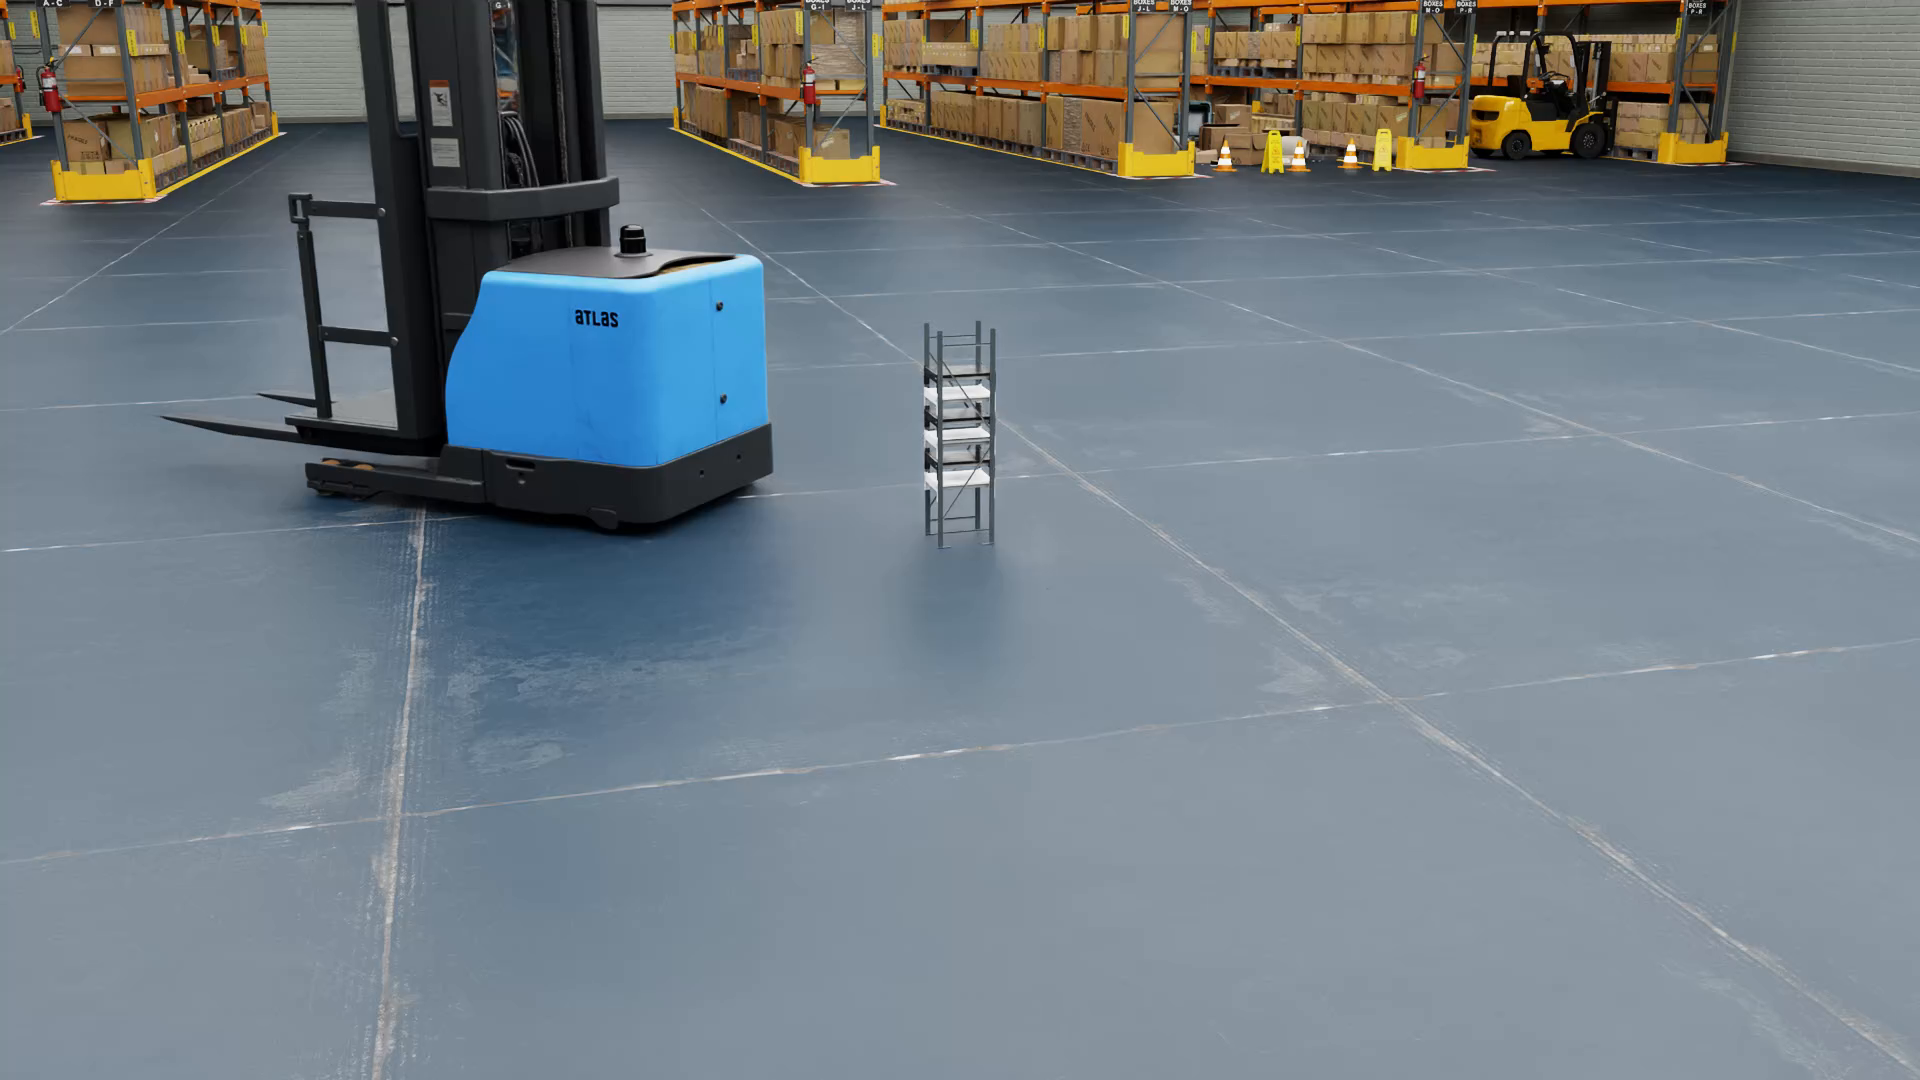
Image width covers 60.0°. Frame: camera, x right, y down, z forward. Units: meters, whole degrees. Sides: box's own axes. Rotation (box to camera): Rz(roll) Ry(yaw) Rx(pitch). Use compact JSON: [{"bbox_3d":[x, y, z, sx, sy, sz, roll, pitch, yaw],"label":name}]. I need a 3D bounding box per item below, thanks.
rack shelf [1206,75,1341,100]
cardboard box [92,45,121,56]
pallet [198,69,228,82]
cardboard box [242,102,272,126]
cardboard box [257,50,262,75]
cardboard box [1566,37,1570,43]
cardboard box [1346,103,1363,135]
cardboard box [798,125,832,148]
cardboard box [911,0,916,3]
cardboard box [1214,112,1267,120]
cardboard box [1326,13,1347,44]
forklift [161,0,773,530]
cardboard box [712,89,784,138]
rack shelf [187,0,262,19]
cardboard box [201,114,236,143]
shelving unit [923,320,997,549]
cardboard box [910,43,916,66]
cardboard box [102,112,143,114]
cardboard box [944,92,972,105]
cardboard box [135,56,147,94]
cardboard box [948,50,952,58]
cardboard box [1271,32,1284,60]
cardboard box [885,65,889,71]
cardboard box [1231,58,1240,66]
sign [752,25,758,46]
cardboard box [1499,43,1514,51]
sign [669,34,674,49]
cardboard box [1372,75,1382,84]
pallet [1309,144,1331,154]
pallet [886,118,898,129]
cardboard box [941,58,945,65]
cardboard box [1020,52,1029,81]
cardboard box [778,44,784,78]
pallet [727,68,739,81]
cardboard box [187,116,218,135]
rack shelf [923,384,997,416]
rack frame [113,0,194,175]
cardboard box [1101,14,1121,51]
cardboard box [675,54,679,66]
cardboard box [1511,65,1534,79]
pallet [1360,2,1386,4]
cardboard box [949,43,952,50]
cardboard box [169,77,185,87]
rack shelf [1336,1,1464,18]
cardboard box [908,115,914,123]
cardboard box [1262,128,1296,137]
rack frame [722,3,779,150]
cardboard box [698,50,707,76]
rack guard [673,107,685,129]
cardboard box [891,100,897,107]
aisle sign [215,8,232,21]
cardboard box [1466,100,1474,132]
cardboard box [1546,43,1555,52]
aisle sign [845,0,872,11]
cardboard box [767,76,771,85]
[{"bbox_3d":[6.115,-8.845,32.434,1.077,0.370,4.000,-5,17,-15],"label":"rack shelf"},{"bbox_3d":[-11.191,-6.448,21.903,0.380,0.149,0.250,-5,17,-16],"label":"cardboard box"},{"bbox_3d":[-13.743,-8.267,29.593,1.213,0.211,1.003,-5,17,-15],"label":"pallet"},{"bbox_3d":[-15.301,-9.272,36.187,0.500,0.500,0.500,-5,17,-15],"label":"cardboard box"},{"bbox_3d":[-15.025,-10.054,35.034,0.500,0.500,0.500,-5,17,-15],"label":"cardboard box"},{"bbox_3d":[11.476,-9.284,30.827,0.380,0.149,0.250,-5,17,-16],"label":"cardboard box"},{"bbox_3d":[7.014,-7.258,28.648,0.500,0.500,0.500,-5,17,-17],"label":"cardboard box"},{"bbox_3d":[-2.271,-6.262,26.198,0.500,0.500,0.500,-3,17,-10],"label":"cardboard box"},{"bbox_3d":[-0.786,-12.048,36.893,0.500,0.250,0.500,-5,17,-15],"label":"cardboard box"},{"bbox_3d":[5.711,-8.528,33.967,0.950,0.372,0.625,-6,18,-19],"label":"cardboard box"},{"bbox_3d":[6.808,-8.882,28.880,0.700,0.500,0.500,-5,17,-16],"label":"cardboard box"},{"bbox_3d":[-2.433,-1.710,7.549,3.031,2.935,1.130,7,18,23],"label":"forklift"},{"bbox_3d":[-4.133,-8.335,32.450,1.225,0.875,0.875,-6,18,-18],"label":"cardboard box"},{"bbox_3d":[-15.138,-10.929,34.157,1.077,0.370,4.000,-5,17,-15],"label":"rack shelf"},{"bbox_3d":[-13.489,-7.483,30.231,0.500,0.500,0.500,-5,18,-17],"label":"cardboard box"},{"bbox_3d":[-0.002,-0.433,6.830,0.258,0.900,0.210,-5,17,-15],"label":"shelving unit"},{"bbox_3d":[-0.812,-10.875,37.252,0.500,0.500,0.500,-5,17,-17],"label":"cardboard box"},{"bbox_3d":[-12.563,-6.161,24.994,0.500,0.500,0.500,-5,17,-15],"label":"cardboard box"},{"bbox_3d":[-0.032,-9.279,34.940,0.500,0.250,0.500,-4,17,-13],"label":"cardboard box"},{"bbox_3d":[-11.686,-6.425,22.953,0.700,0.500,0.500,-5,17,-15],"label":"cardboard box"},{"bbox_3d":[-0.024,-9.932,33.991,0.380,0.149,0.250,-5,17,-16],"label":"cardboard box"},{"bbox_3d":[6.179,-9.274,31.192,0.500,0.500,0.500,-5,17,-15],"label":"cardboard box"},{"bbox_3d":[-1.591,-11.300,39.794,0.380,0.149,0.250,-5,17,-16],"label":"cardboard box"},{"bbox_3d":[5.608,-9.481,33.007,0.380,0.149,0.250,-5,17,-15],"label":"cardboard box"},{"bbox_3d":[-3.397,-8.362,27.564,0.100,0.325,0.005,-5,17,-15],"label":"sign"},{"bbox_3d":[10.824,-9.669,32.626,0.380,0.149,0.250,-5,18,-17],"label":"cardboard box"},{"bbox_3d":[-6.697,-11.582,38.654,0.100,0.325,0.005,-5,17,-15],"label":"sign"},{"bbox_3d":[7.129,-7.699,27.804,0.380,0.149,0.250,-4,17,-14],"label":"cardboard box"},{"bbox_3d":[6.883,-7.118,30.281,1.003,0.211,1.213,-5,17,-15],"label":"pallet"},{"bbox_3d":[-1.155,-9.952,39.717,1.003,0.211,1.213,-5,17,-15],"label":"pallet"},{"bbox_3d":[-0.169,-9.934,34.518,0.380,0.149,0.250,-6,18,-18],"label":"cardboard box"},{"bbox_3d":[1.394,-8.528,29.954,0.500,0.500,0.500,-5,17,-16],"label":"cardboard box"},{"bbox_3d":[-2.364,-7.501,26.017,0.875,0.500,0.500,-5,17,-15],"label":"cardboard box"},{"bbox_3d":[-3.665,-8.679,30.963,1.213,0.211,1.003,-5,17,-15],"label":"pallet"},{"bbox_3d":[-12.959,-7.061,28.320,0.500,0.311,0.500,-5,17,-16],"label":"cardboard box"},{"bbox_3d":[-0.002,-0.574,6.788,0.258,0.077,0.200,-5,17,-15],"label":"rack shelf"},{"bbox_3d":[-12.390,-7.071,25.276,1.000,3.000,0.127,-5,17,-15],"label":"rack frame"},{"bbox_3d":[2.728,-7.950,26.066,0.875,0.550,0.550,-5,17,-15],"label":"cardboard box"},{"bbox_3d":[-6.289,-11.088,38.396,0.500,0.250,0.500,-5,17,-17],"label":"cardboard box"},{"bbox_3d":[11.046,-9.077,32.215,0.500,0.250,0.500,-4,17,-14],"label":"cardboard box"},{"bbox_3d":[9.637,-12.117,37.187,1.213,0.211,1.003,-5,17,-15],"label":"pallet"},{"bbox_3d":[-0.018,-10.071,33.938,0.380,0.149,0.250,-5,17,-15],"label":"cardboard box"},{"bbox_3d":[-12.437,-7.211,26.182,0.380,0.149,0.250,-5,17,-15],"label":"cardboard box"},{"bbox_3d":[9.787,-11.781,36.995,1.077,0.370,4.000,-5,17,-15],"label":"rack shelf"},{"bbox_3d":[-0.986,-9.633,38.034,0.380,0.149,0.250,-5,17,-15],"label":"cardboard box"},{"bbox_3d":[5.651,-7.036,29.503,0.500,0.500,0.500,7,18,23],"label":"cardboard box"},{"bbox_3d":[-3.963,-8.959,31.564,1.000,3.000,0.127,-5,17,-15],"label":"rack frame"},{"bbox_3d":[-5.176,-9.966,34.743,0.500,0.500,0.500,-5,17,-15],"label":"cardboard box"},{"bbox_3d":[-6.168,-9.981,39.312,1.175,0.500,0.348,-5,17,-15],"label":"rack guard"},{"bbox_3d":[-1.410,-10.338,39.347,0.380,0.149,0.250,-5,17,-15],"label":"cardboard box"},{"bbox_3d":[-15.989,-11.630,35.938,0.394,0.787,0.004,-5,17,-15],"label":"aisle sign"},{"bbox_3d":[10.867,-8.660,33.965,0.875,0.625,0.625,-5,18,-18],"label":"cardboard box"},{"bbox_3d":[11.271,-9.279,31.328,0.380,0.149,0.250,-5,17,-16],"label":"cardboard box"},{"bbox_3d":[-1.459,-7.998,23.845,0.394,0.787,0.004,-5,17,-15],"label":"aisle sign"},{"bbox_3d":[-2.942,-7.512,27.183,0.380,0.149,0.250,-5,17,-15],"label":"cardboard box"}]
